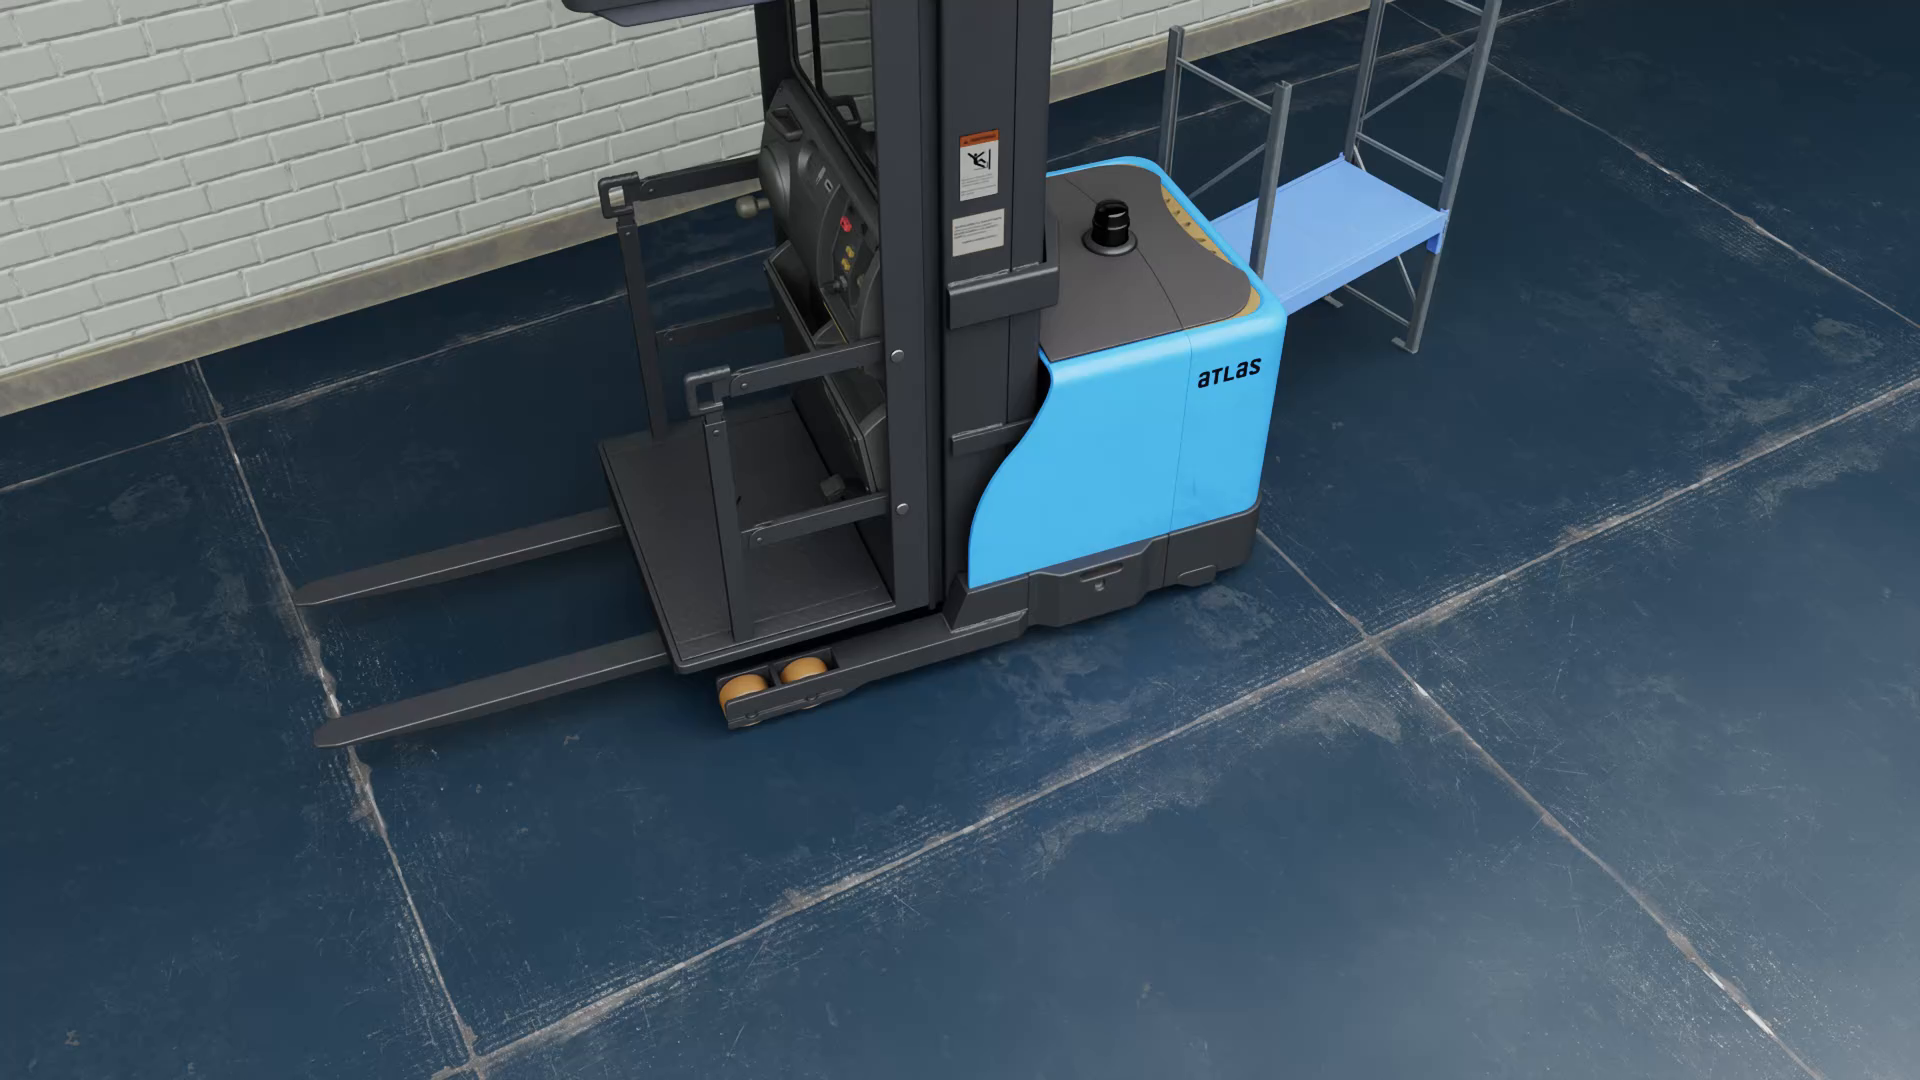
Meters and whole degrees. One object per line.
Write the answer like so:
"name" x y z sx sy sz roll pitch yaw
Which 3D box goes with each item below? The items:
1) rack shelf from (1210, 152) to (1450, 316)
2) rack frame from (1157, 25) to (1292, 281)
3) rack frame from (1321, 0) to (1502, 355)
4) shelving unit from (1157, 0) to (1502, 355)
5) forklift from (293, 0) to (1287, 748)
"rack shelf" 1.228 -1.052 6.015 1.000 0.185 0.538 -29 51 -27
"rack frame" 0.832 -0.958 5.660 0.032 1.500 0.500 -29 51 -27
"rack frame" 1.623 -1.403 6.119 0.032 1.500 0.500 -29 51 -27
"shelving unit" 1.228 -1.181 5.890 1.048 1.500 0.538 -29 51 -27
"forklift" -0.579 -0.893 4.566 3.031 2.935 1.130 -15 46 -15
